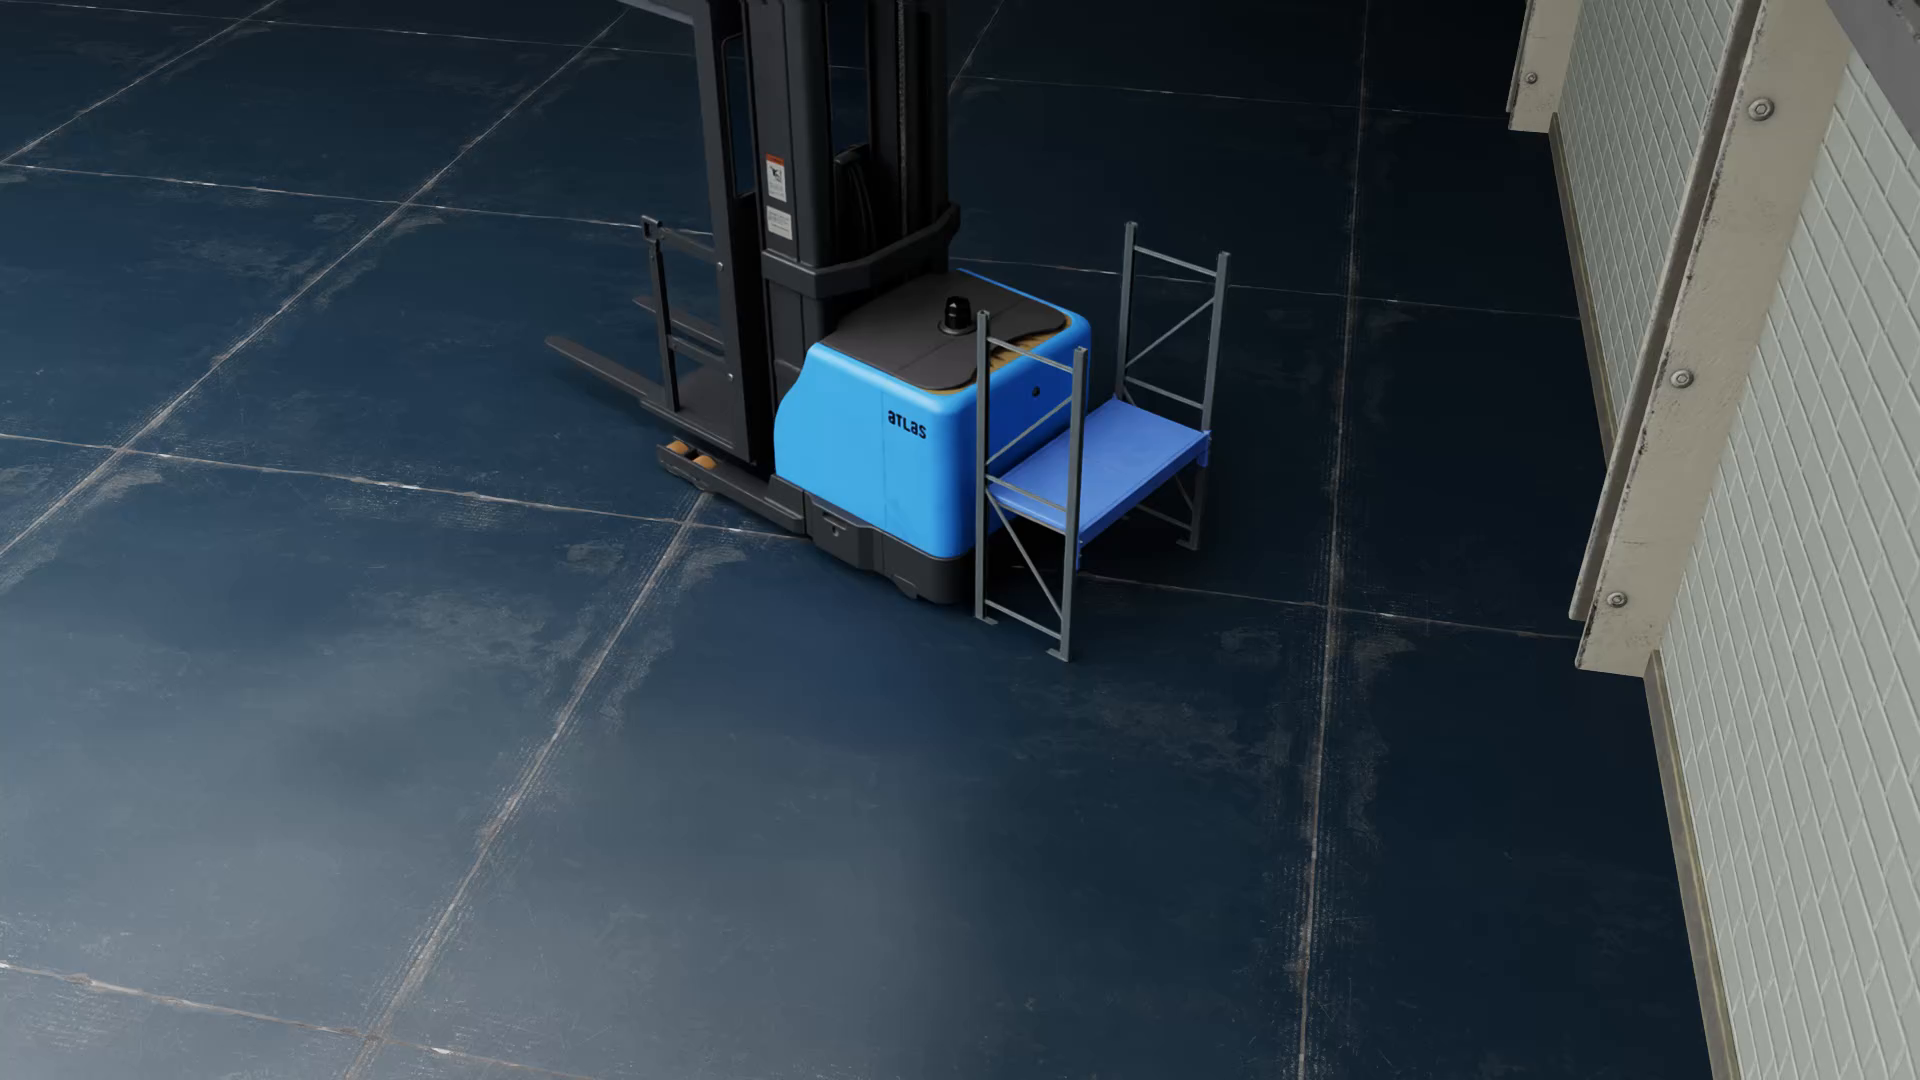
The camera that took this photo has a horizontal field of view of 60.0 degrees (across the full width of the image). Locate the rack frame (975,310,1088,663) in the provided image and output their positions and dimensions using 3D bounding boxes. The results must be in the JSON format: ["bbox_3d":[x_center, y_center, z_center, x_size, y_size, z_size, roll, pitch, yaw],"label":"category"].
[{"bbox_3d":[0.271,-0.185,6.727,0.500,1.500,0.032,25,43,30],"label":"rack frame"}]

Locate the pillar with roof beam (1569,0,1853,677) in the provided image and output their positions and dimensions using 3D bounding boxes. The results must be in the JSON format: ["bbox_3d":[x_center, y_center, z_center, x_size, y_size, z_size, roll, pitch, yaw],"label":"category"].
[{"bbox_3d":[-1.418,-3.737,5.239,9.100,9.000,0.400,7,37,10],"label":"pillar with roof beam"}]

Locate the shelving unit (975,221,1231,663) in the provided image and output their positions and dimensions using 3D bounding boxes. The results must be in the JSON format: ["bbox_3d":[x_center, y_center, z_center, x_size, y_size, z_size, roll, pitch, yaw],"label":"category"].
[{"bbox_3d":[0.589,-0.417,7.048,0.538,1.500,1.048,25,43,30],"label":"shelving unit"}]

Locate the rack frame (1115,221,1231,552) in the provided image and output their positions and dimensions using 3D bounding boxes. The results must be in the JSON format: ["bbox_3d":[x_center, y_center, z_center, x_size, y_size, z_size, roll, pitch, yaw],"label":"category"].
[{"bbox_3d":[0.907,-0.650,7.369,0.500,1.500,0.032,25,43,30],"label":"rack frame"}]

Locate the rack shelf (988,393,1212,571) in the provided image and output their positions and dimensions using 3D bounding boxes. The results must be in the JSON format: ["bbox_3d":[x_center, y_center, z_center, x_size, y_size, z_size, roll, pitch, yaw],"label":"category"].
[{"bbox_3d":[0.589,-0.272,7.153,0.538,0.185,1.000,25,43,30],"label":"rack shelf"}]

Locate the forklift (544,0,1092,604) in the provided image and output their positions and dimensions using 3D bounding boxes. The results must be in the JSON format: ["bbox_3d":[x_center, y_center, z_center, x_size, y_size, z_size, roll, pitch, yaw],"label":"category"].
[{"bbox_3d":[-0.852,-1.638,7.512,3.031,2.935,1.130,27,44,32],"label":"forklift"}]

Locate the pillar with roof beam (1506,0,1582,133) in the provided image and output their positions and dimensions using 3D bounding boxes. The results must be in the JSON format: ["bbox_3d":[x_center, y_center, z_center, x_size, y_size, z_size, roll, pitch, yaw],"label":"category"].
[{"bbox_3d":[-0.137,-7.177,9.985,9.100,9.000,0.400,7,37,10],"label":"pillar with roof beam"}]
